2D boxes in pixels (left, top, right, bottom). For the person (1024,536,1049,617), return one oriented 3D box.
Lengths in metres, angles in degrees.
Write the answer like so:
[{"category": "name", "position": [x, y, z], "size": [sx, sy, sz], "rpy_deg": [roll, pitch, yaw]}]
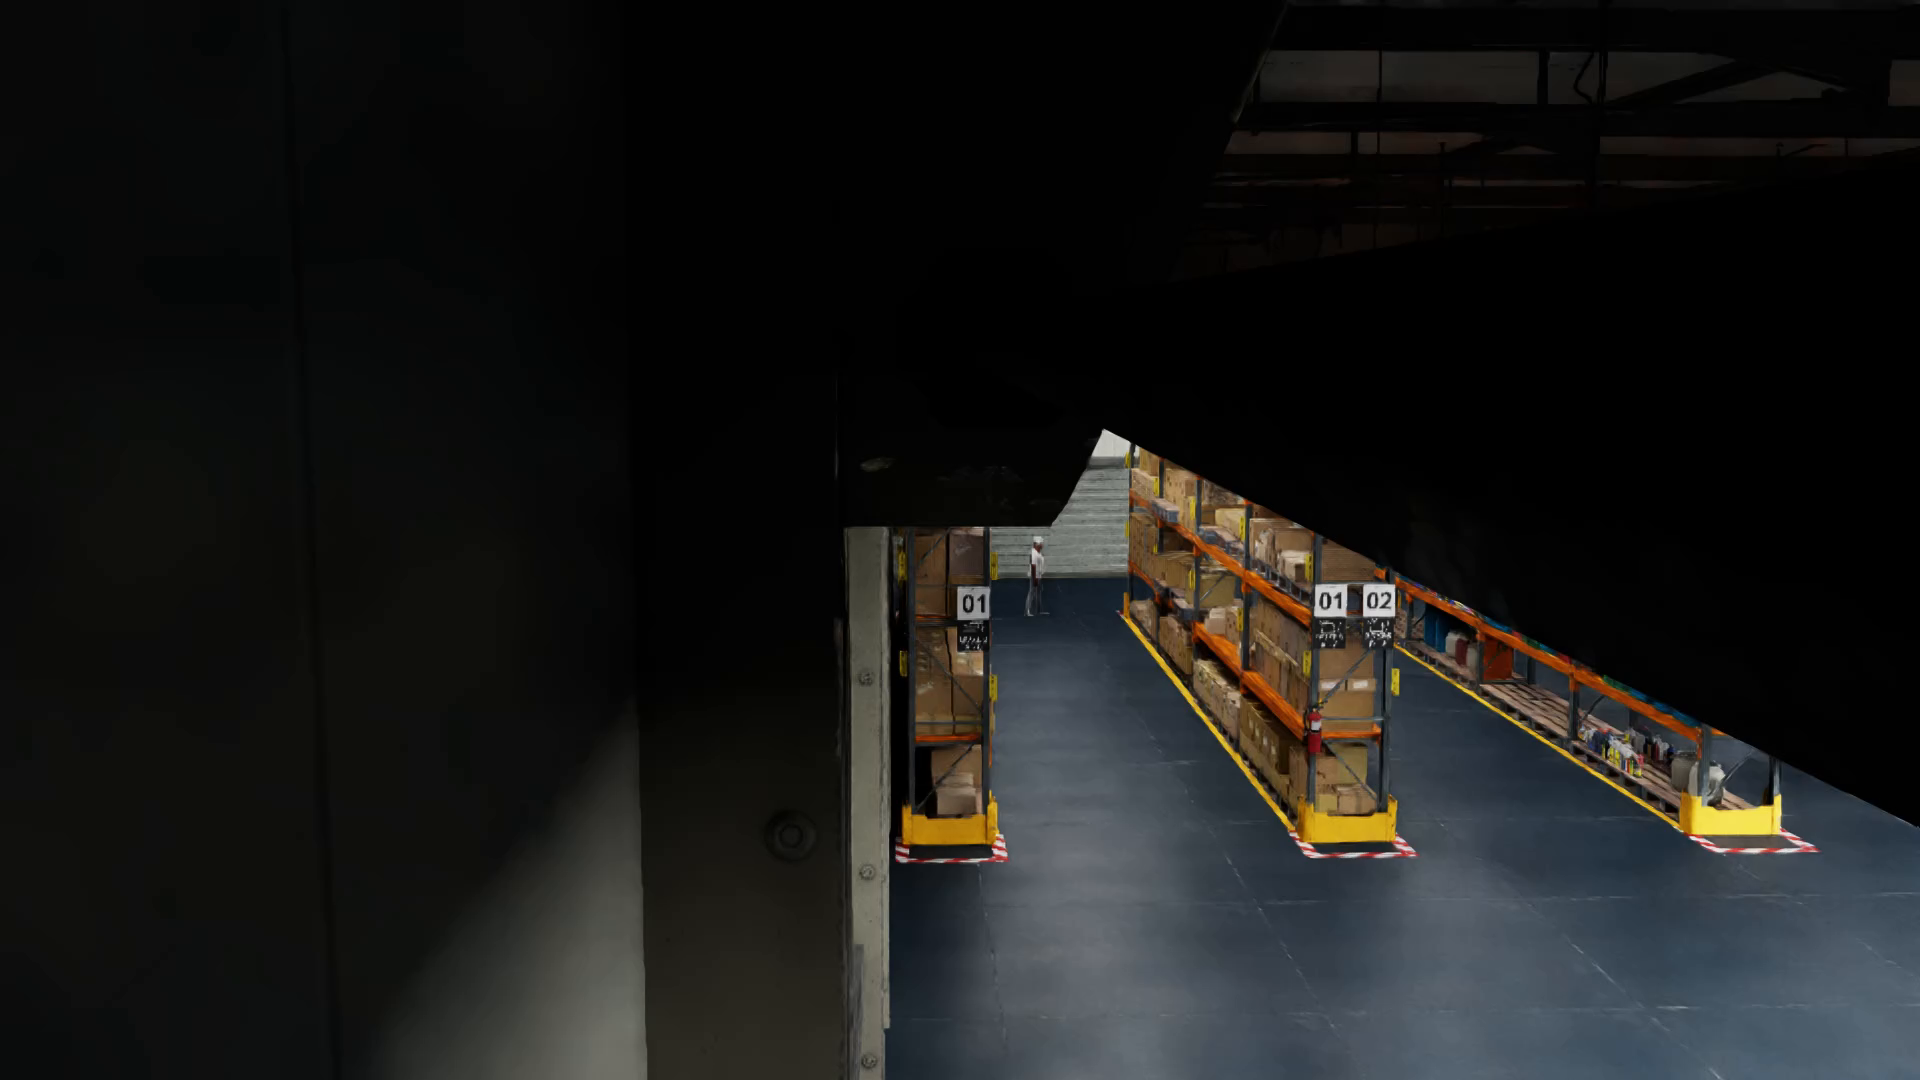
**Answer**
[{"category": "person", "position": [1.671, 0.801, 36.375], "size": [0.510, 1.764, 0.670], "rpy_deg": [1, 7, 9]}]
